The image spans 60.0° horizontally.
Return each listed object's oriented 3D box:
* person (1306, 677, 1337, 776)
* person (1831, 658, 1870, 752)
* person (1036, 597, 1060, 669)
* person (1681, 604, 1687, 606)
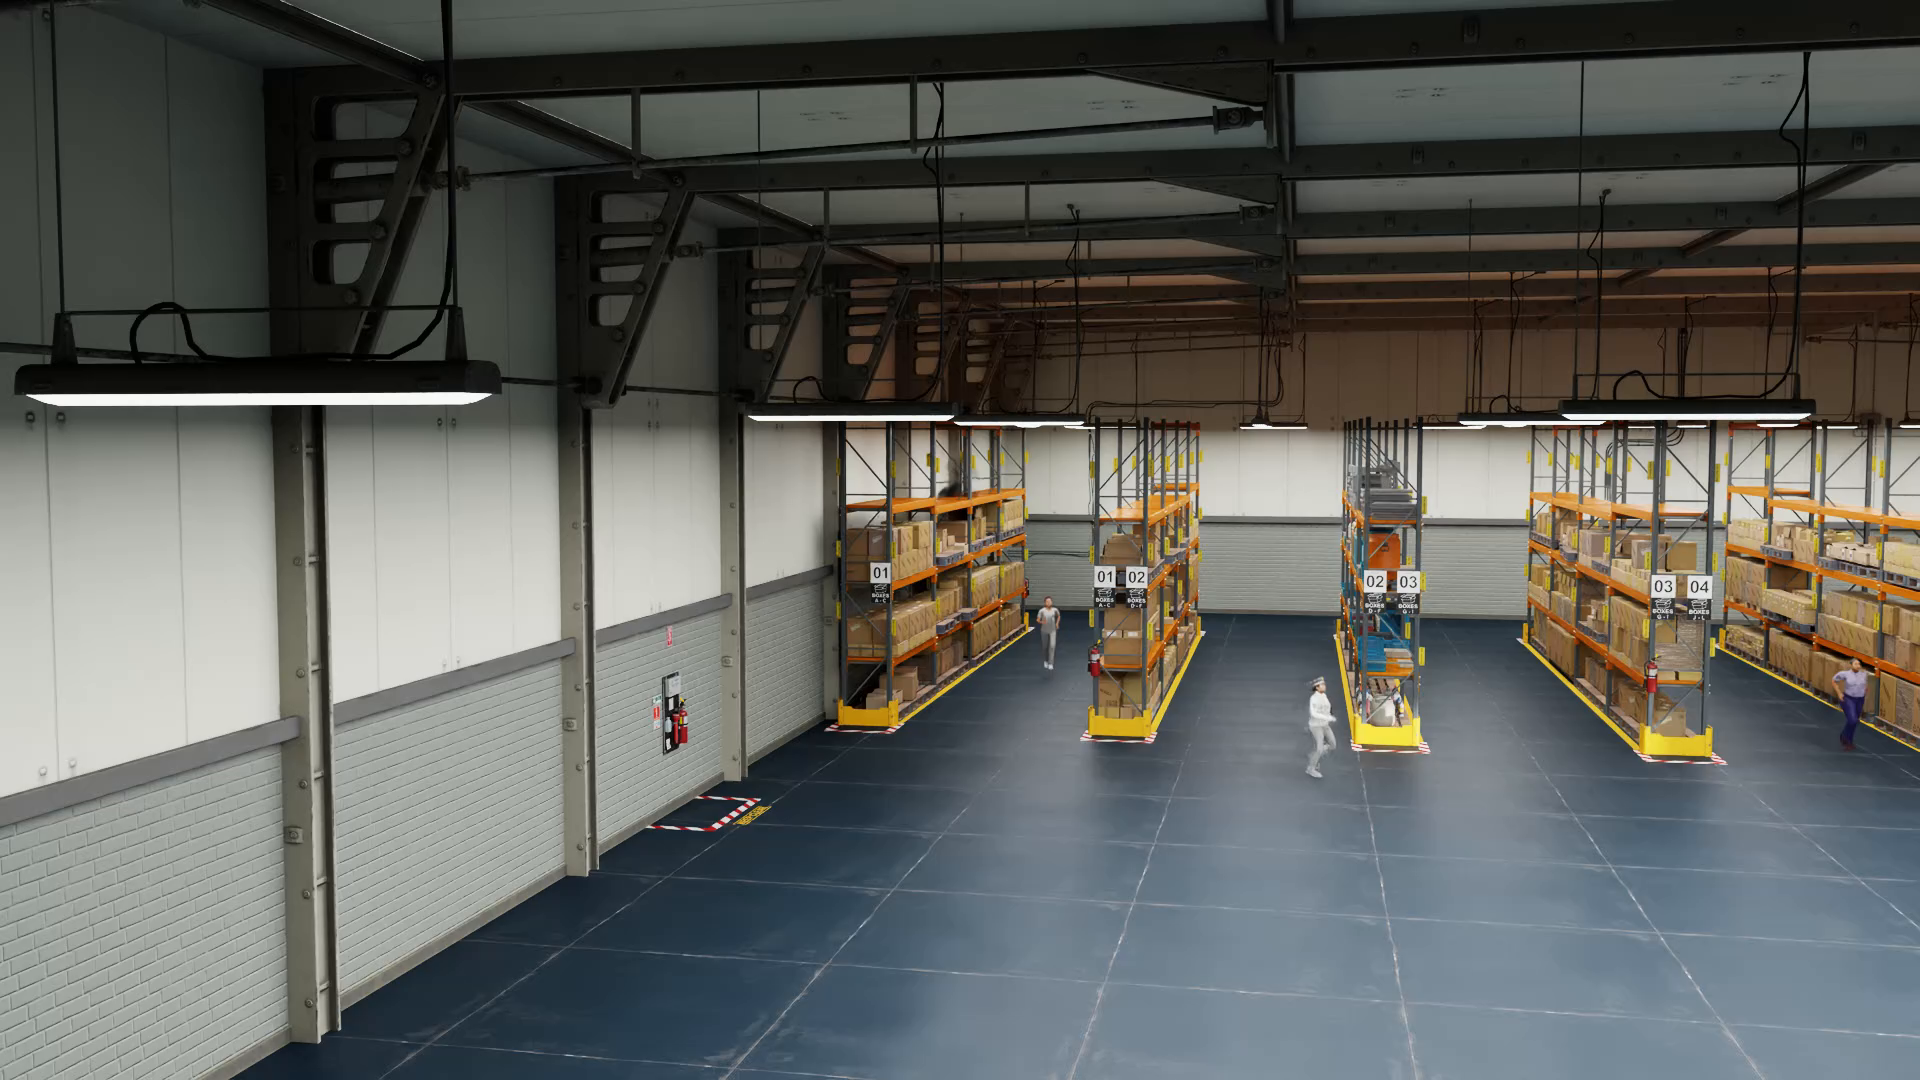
[{"bbox_3d":[6.019,3.098,27.609,0.565,1.666,0.633,3,5,38],"label":"person"},{"bbox_3d":[16.093,2.971,29.975,0.582,1.702,0.725,0,4,-6],"label":"person"},{"bbox_3d":[2.053,2.154,38.453,0.571,1.678,0.950,0,4,-2],"label":"person"},{"bbox_3d":[18.904,2.064,43.955,0.626,1.654,0.695,3,5,43],"label":"person"}]
